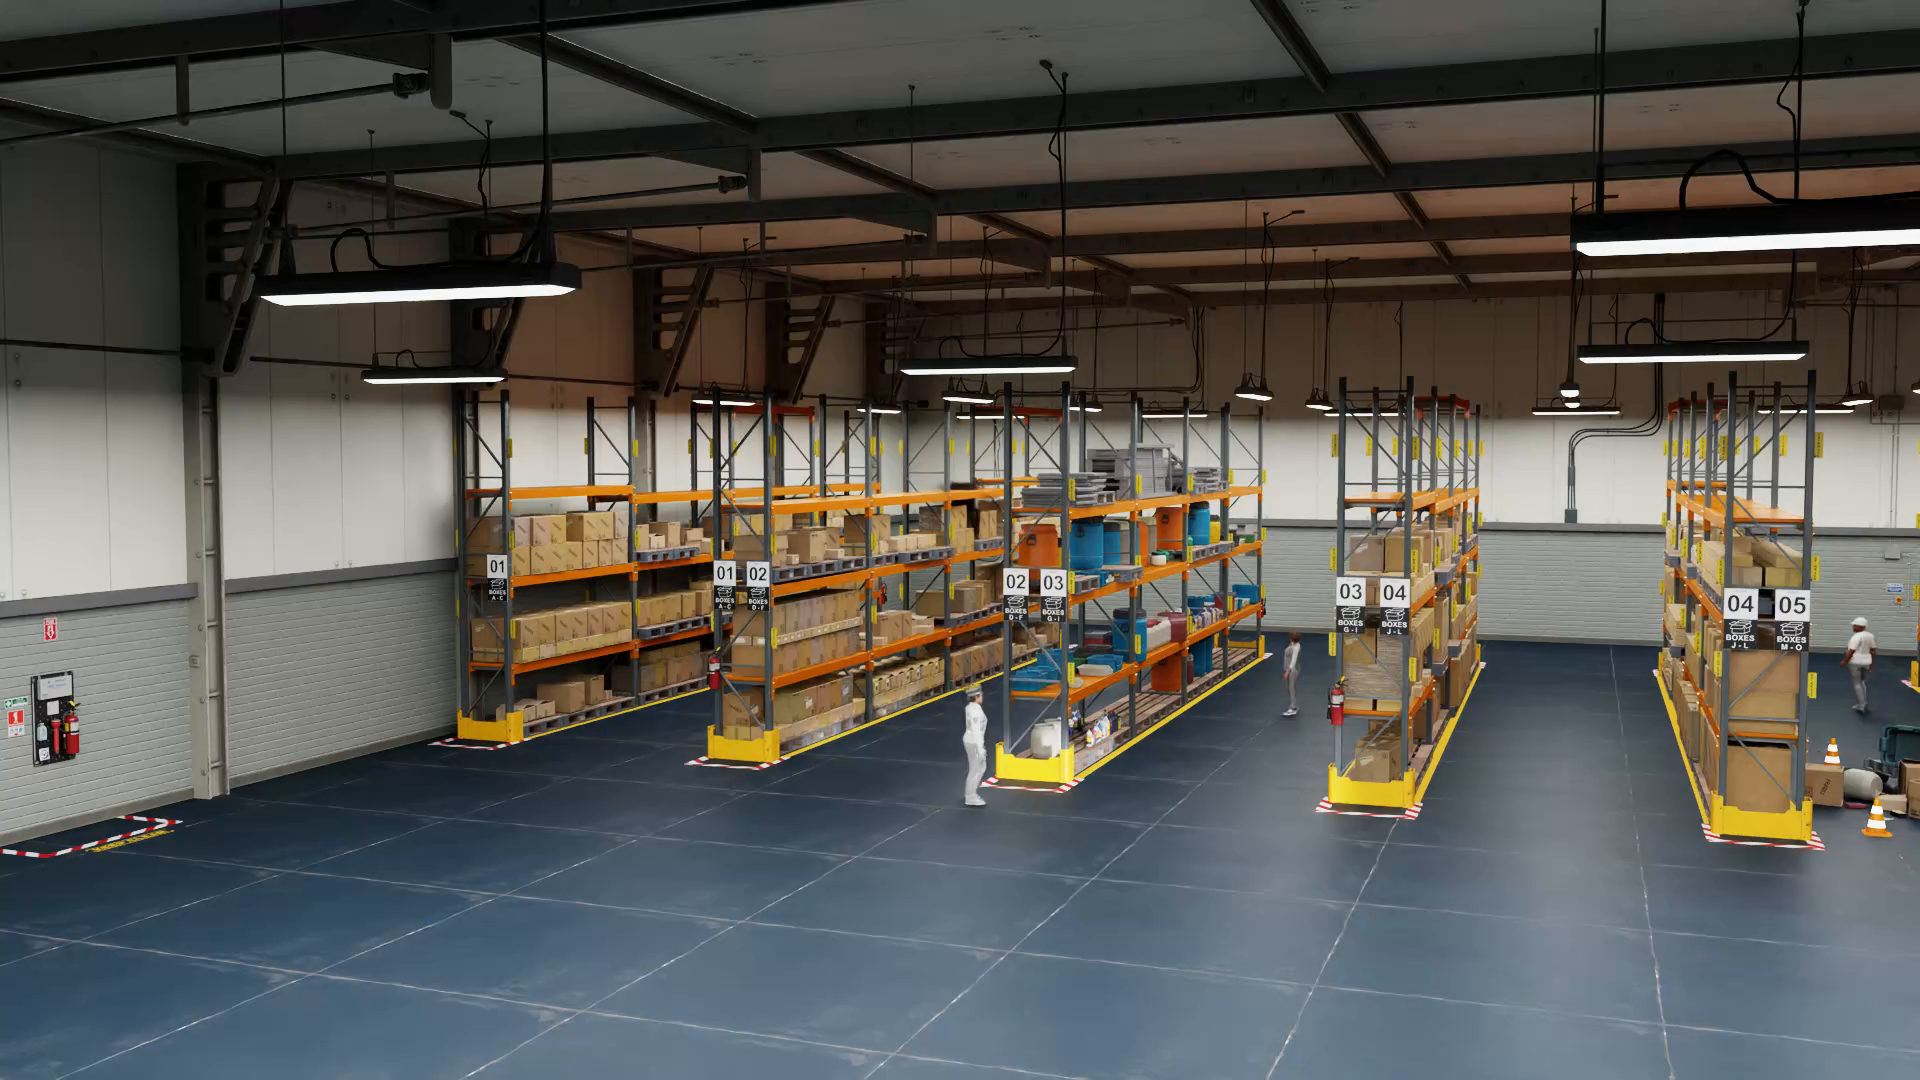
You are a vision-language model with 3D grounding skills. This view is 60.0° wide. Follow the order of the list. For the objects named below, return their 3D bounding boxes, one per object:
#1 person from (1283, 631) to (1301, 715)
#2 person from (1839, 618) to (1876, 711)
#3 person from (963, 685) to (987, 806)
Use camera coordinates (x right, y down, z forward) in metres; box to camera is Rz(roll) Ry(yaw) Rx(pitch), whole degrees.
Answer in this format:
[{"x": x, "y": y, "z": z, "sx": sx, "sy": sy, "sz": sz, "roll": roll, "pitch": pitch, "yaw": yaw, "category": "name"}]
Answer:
[{"x": 6.206, "y": 2.503, "z": 31.251, "sx": 0.375, "sy": 1.630, "sz": 0.507, "roll": 0, "pitch": 3, "yaw": -6, "category": "person"}, {"x": 17.109, "y": 2.378, "z": 31.650, "sx": 0.645, "sy": 1.804, "sz": 0.609, "roll": 0, "pitch": 3, "yaw": 2, "category": "person"}, {"x": 0.222, "y": 2.894, "z": 23.341, "sx": 0.349, "sy": 1.696, "sz": 0.572, "roll": 0, "pitch": 3, "yaw": -6, "category": "person"}]
